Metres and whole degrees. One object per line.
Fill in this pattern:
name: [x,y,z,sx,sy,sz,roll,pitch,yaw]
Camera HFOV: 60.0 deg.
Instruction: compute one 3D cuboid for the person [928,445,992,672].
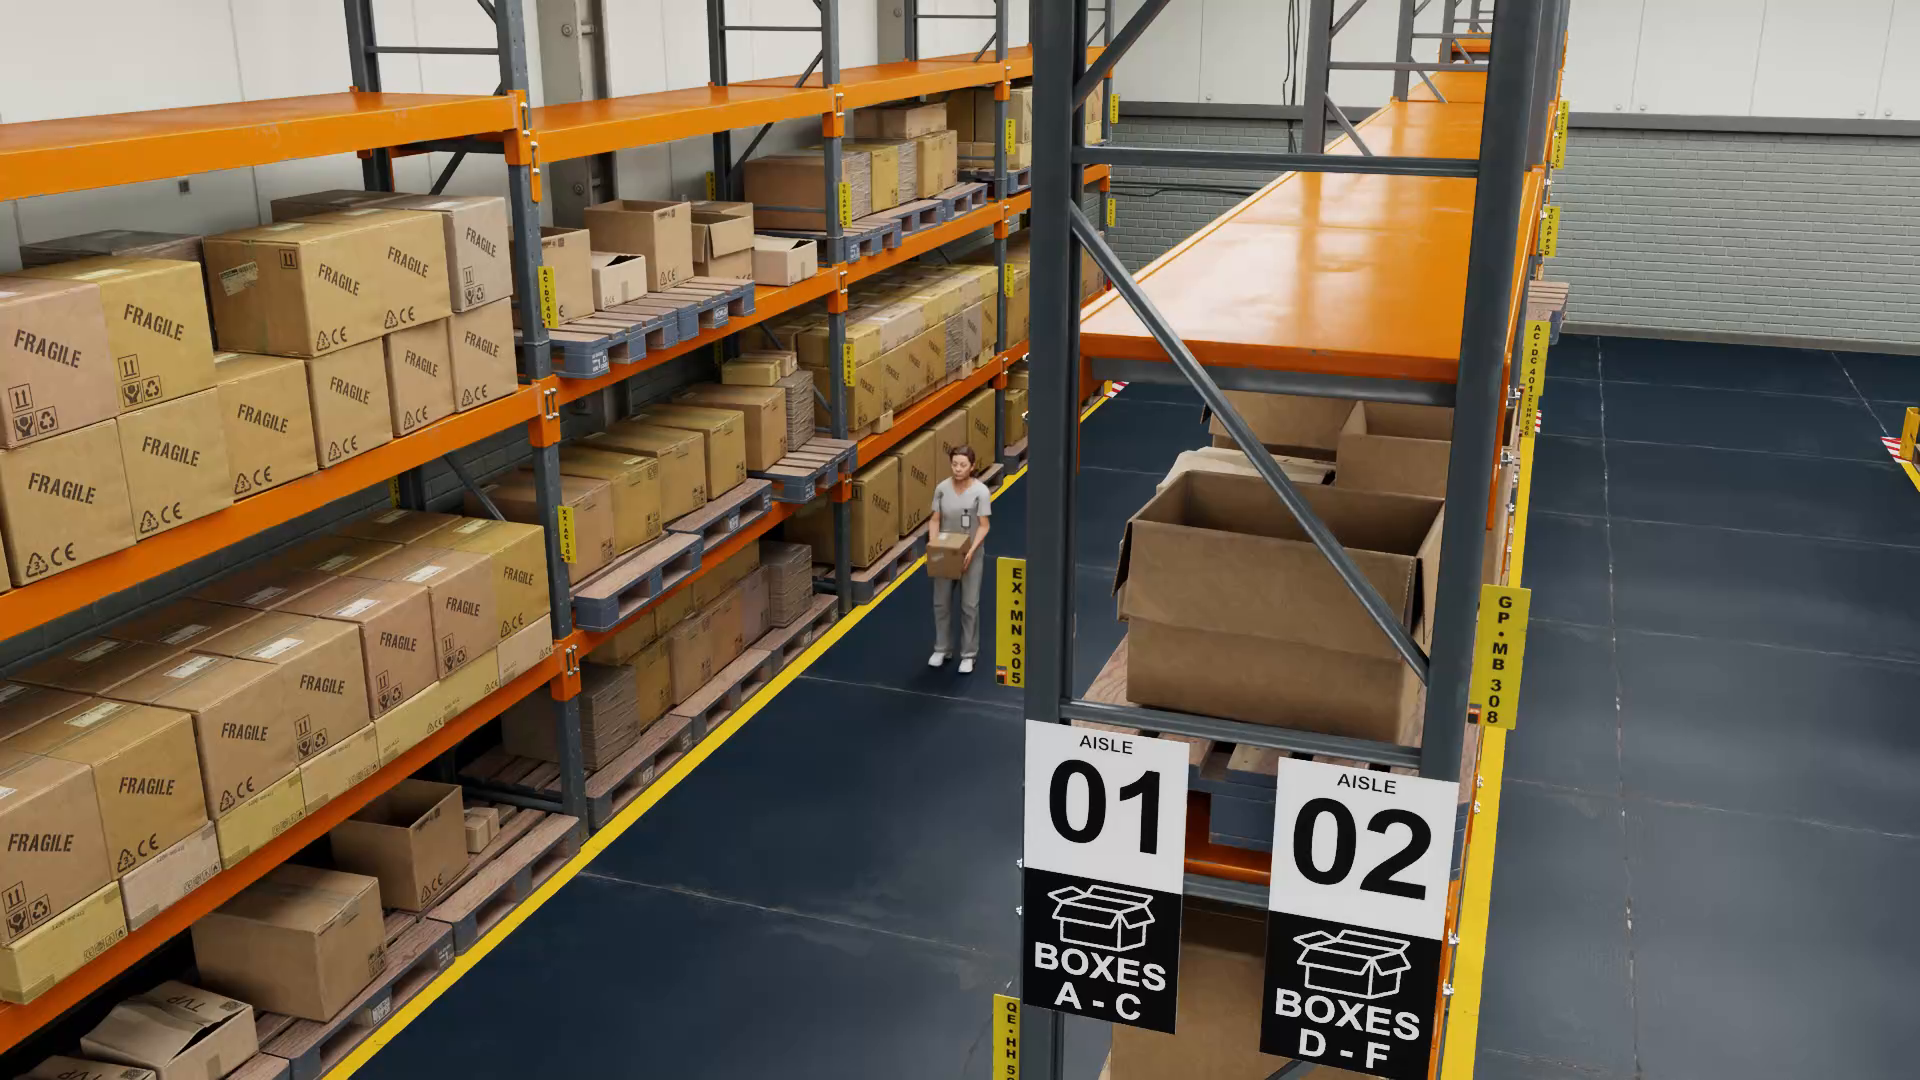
person: [-0.012,0.136,12.160,0.463,1.675,0.490,6,20,17]
